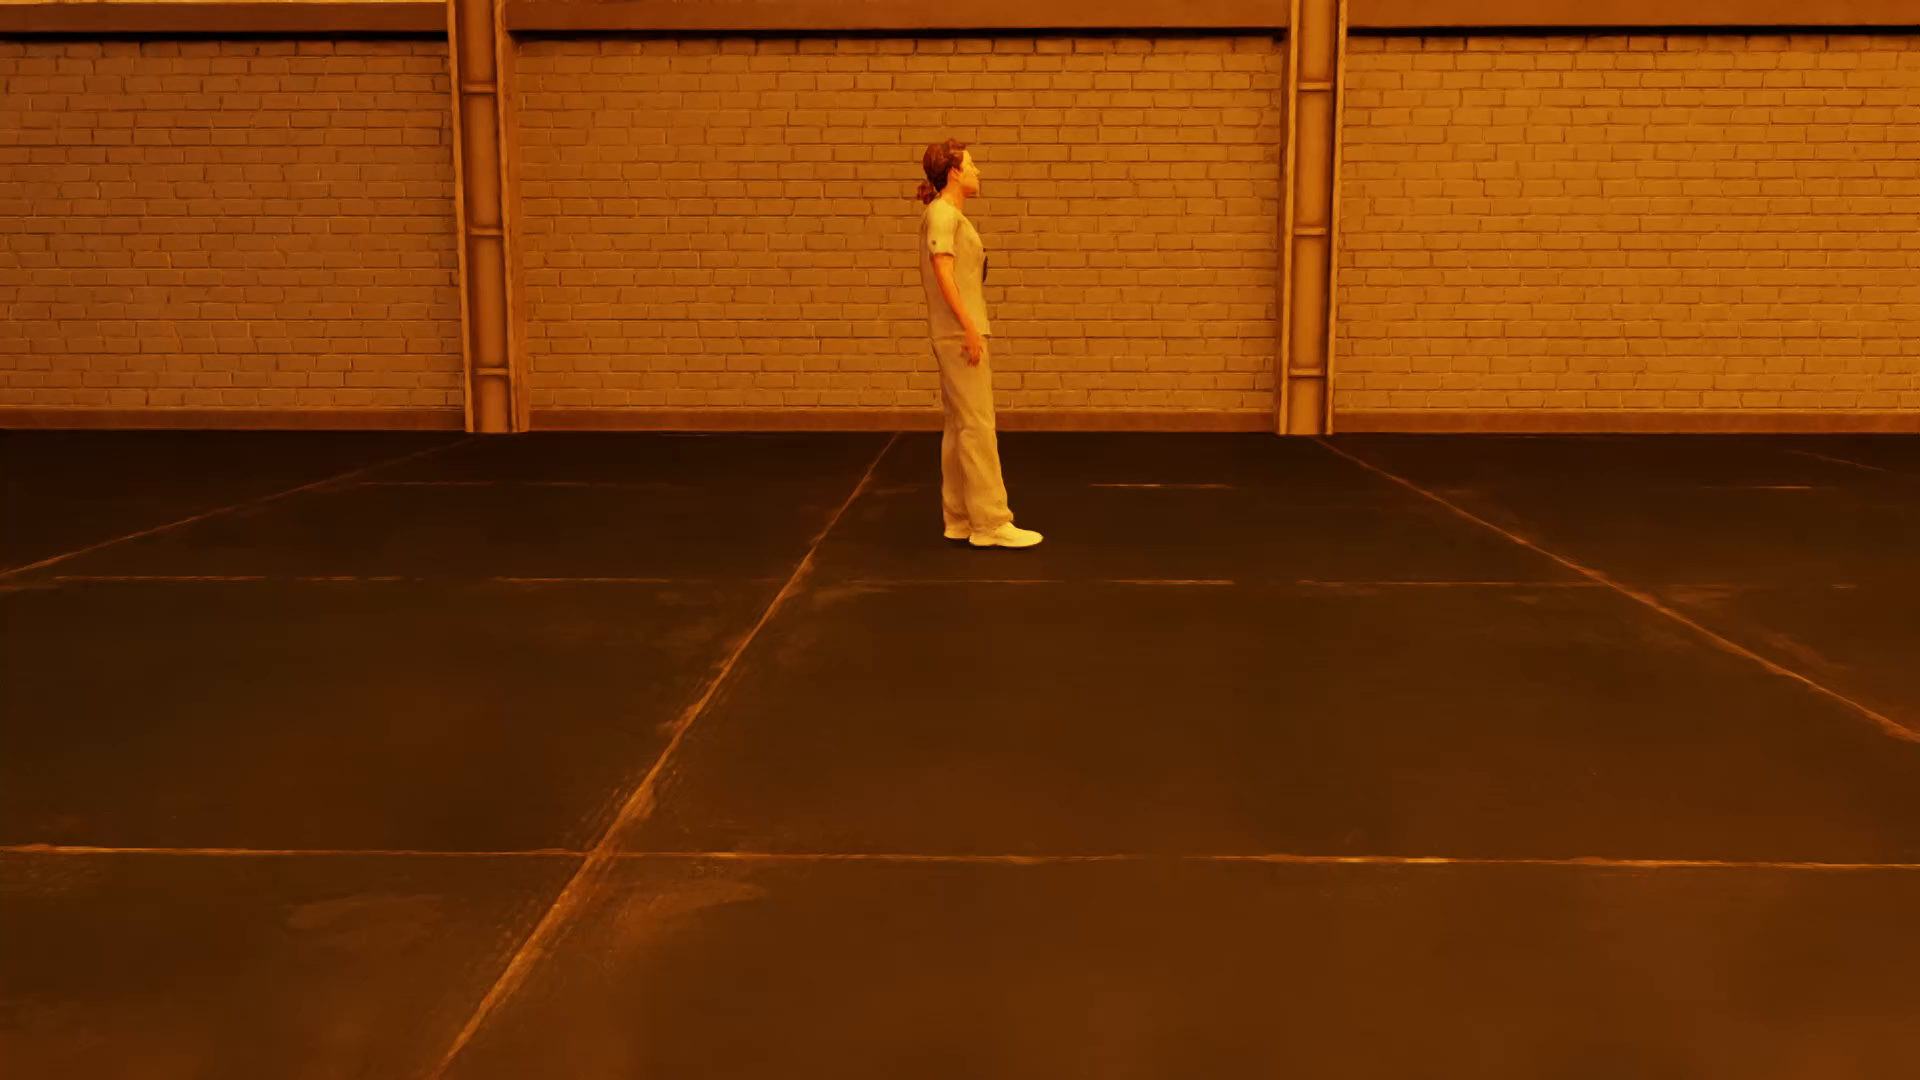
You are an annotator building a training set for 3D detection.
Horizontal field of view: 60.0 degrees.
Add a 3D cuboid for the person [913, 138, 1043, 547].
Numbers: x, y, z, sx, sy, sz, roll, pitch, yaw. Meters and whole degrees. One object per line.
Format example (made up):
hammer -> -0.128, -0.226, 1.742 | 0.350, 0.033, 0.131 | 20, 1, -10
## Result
person -> 0.081, -0.828, 6.985 | 0.532, 1.663, 0.550 | 0, 9, 1
